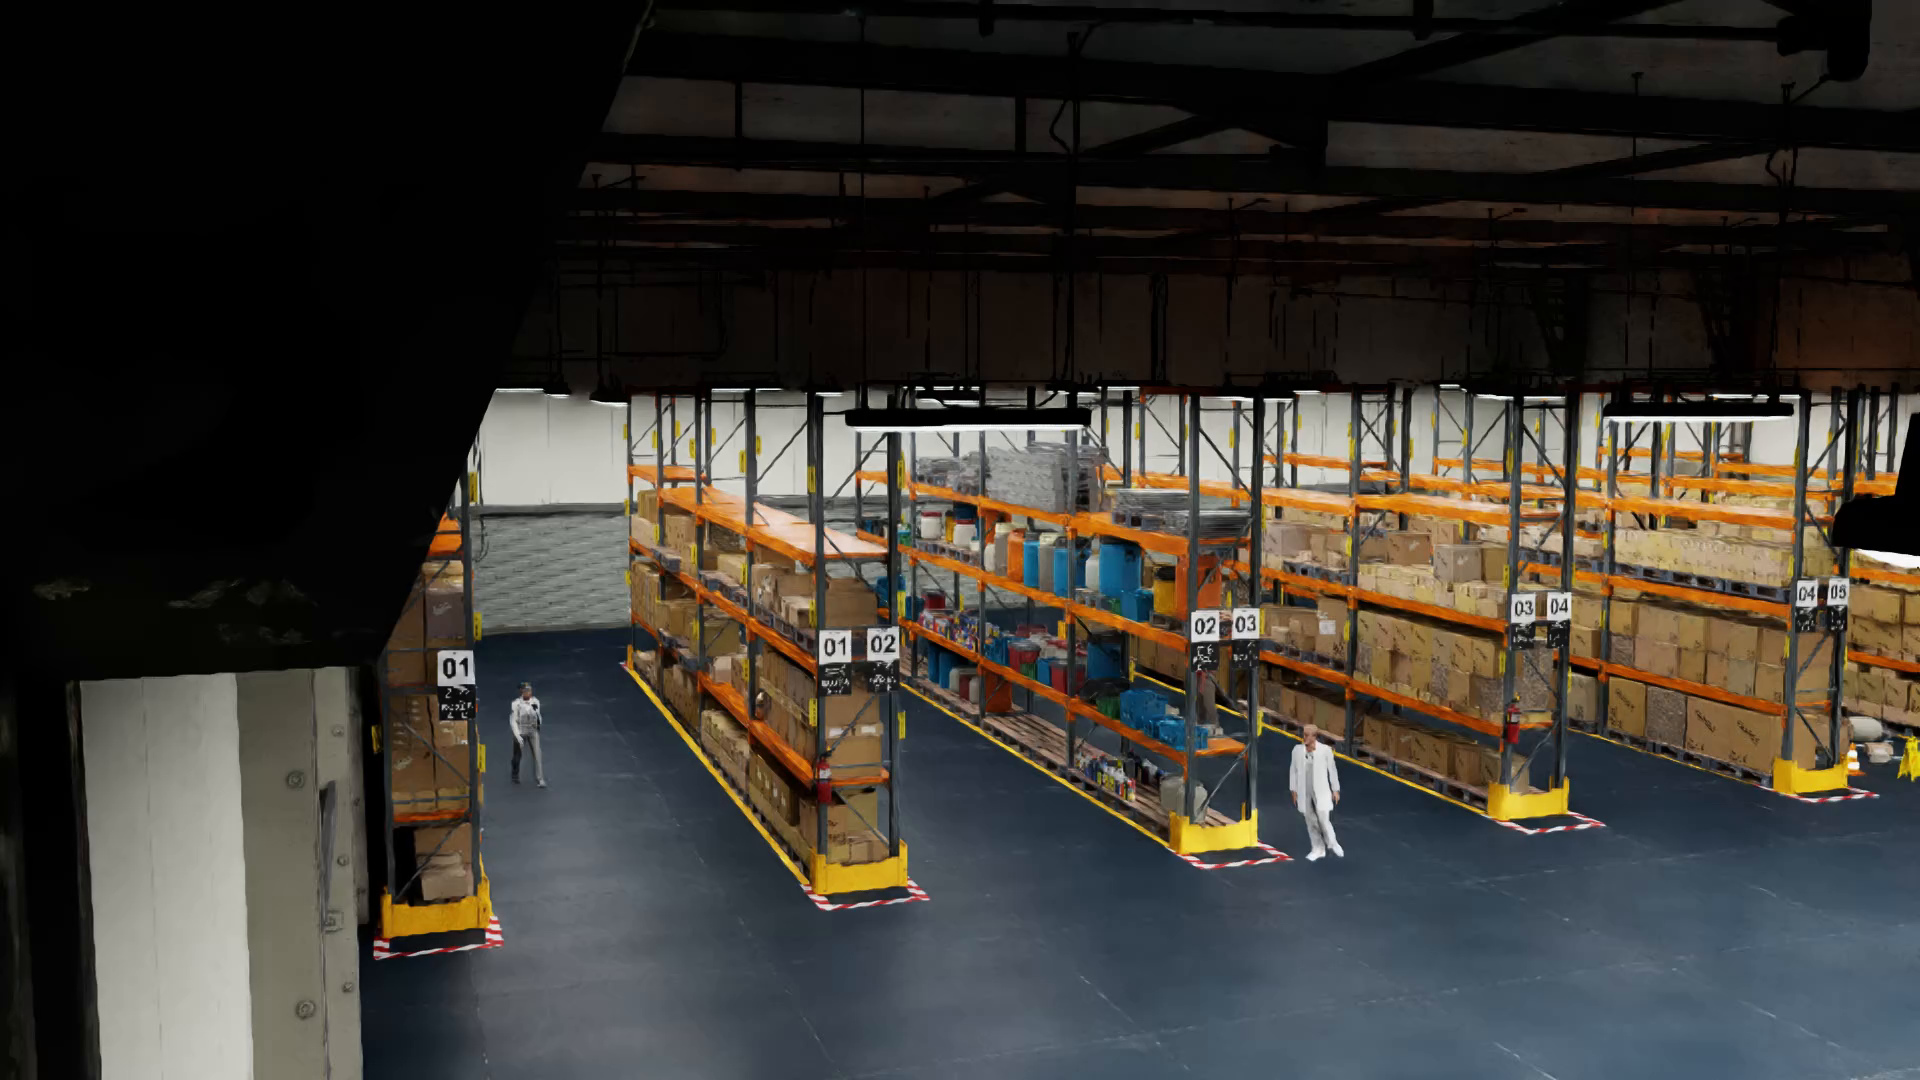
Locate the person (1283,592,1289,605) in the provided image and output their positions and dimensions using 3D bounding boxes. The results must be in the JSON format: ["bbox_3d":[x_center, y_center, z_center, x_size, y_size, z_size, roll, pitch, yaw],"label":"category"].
[{"bbox_3d":[8.426,1.099,42.854,0.508,1.646,0.552,2,6,18],"label":"person"}]

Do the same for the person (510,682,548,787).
[{"bbox_3d":[-6.585,2.911,25.232,0.511,1.598,1.058,-3,7,-28],"label":"person"}]

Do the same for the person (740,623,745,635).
[{"bbox_3d":[-5.045,1.474,39.445,0.425,1.594,0.586,2,6,16],"label":"person"}]

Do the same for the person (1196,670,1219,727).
[{"bbox_3d":[4.218,2.481,28.895,0.591,1.716,0.661,1,6,7],"label":"person"}]

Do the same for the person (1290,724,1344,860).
[{"bbox_3d":[4.591,3.240,21.377,0.709,1.763,0.547,3,7,30],"label":"person"}]
